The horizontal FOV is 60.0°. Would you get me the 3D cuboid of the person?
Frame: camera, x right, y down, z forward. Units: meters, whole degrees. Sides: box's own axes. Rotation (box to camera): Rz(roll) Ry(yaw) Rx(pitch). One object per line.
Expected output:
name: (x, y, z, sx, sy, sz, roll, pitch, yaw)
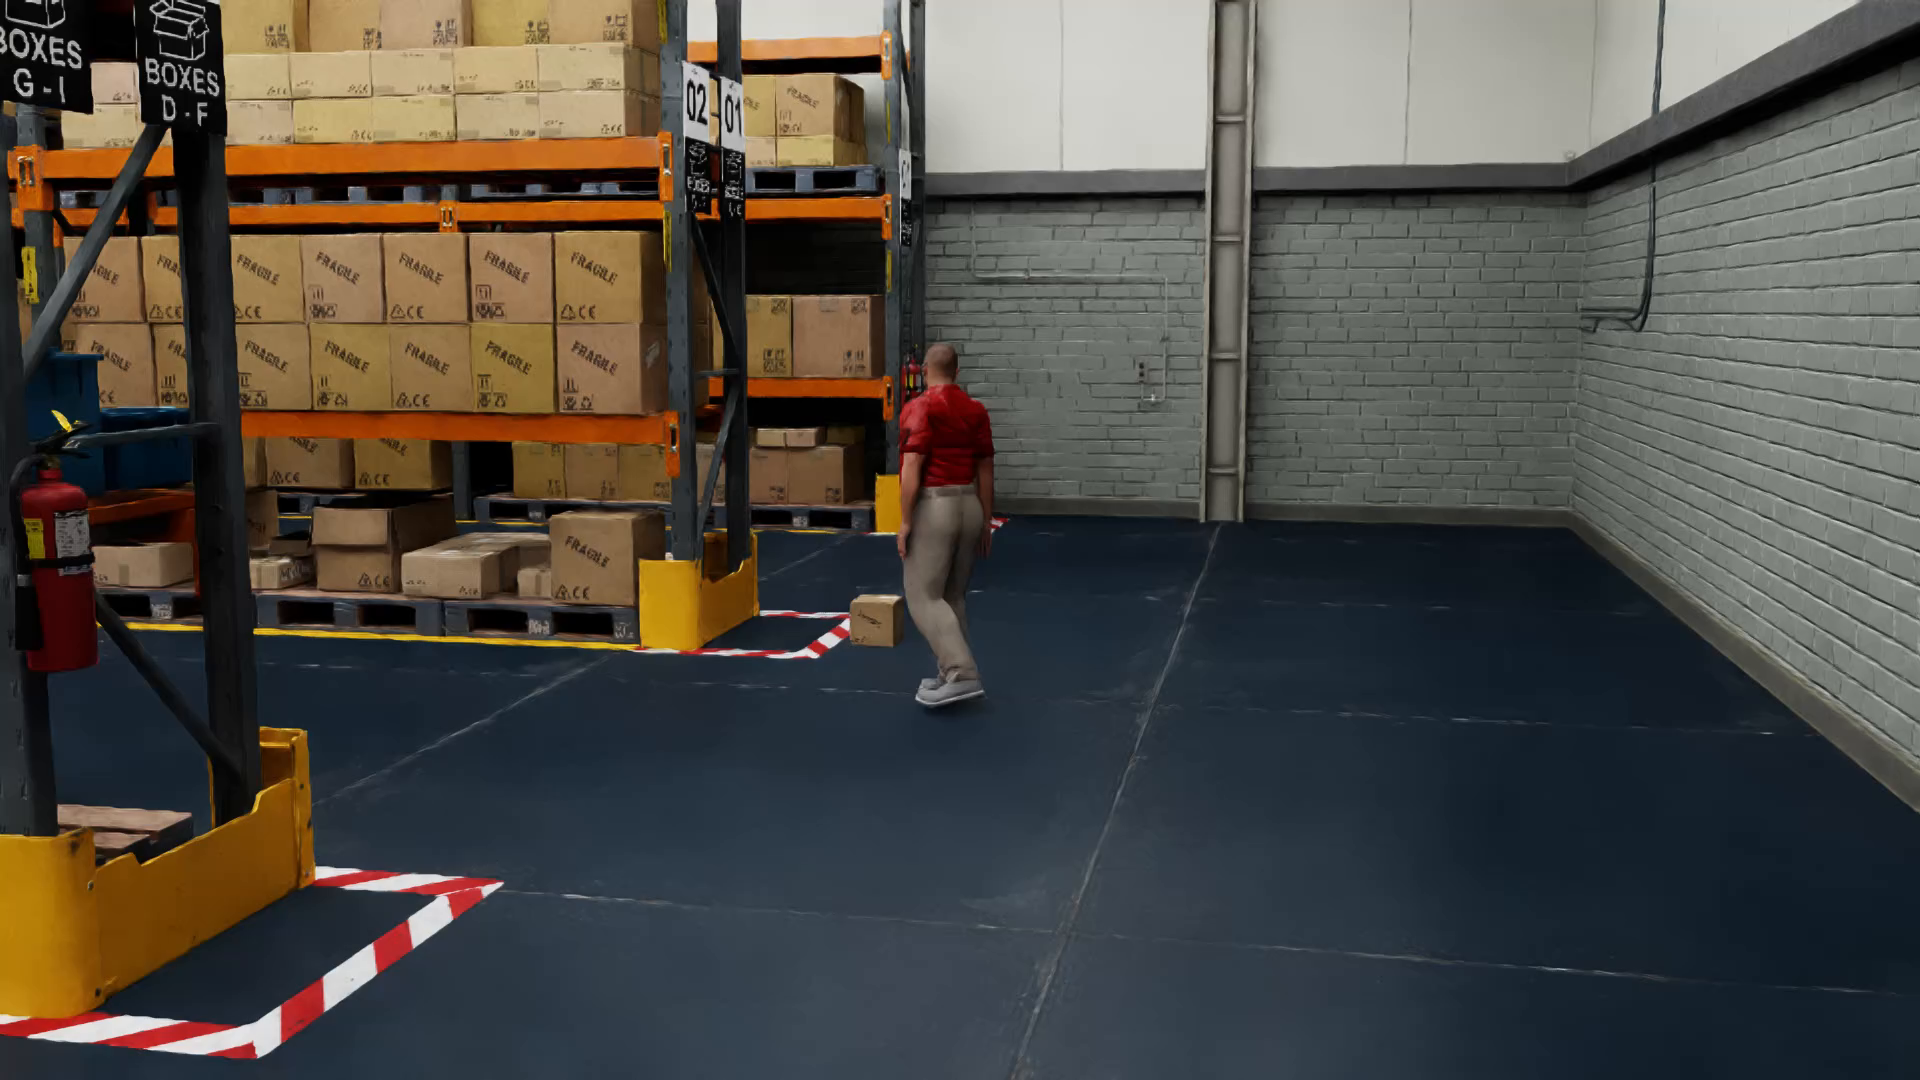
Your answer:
person: (-0.037, -0.108, 7.909, 0.574, 1.644, 0.540, -8, 11, -44)
